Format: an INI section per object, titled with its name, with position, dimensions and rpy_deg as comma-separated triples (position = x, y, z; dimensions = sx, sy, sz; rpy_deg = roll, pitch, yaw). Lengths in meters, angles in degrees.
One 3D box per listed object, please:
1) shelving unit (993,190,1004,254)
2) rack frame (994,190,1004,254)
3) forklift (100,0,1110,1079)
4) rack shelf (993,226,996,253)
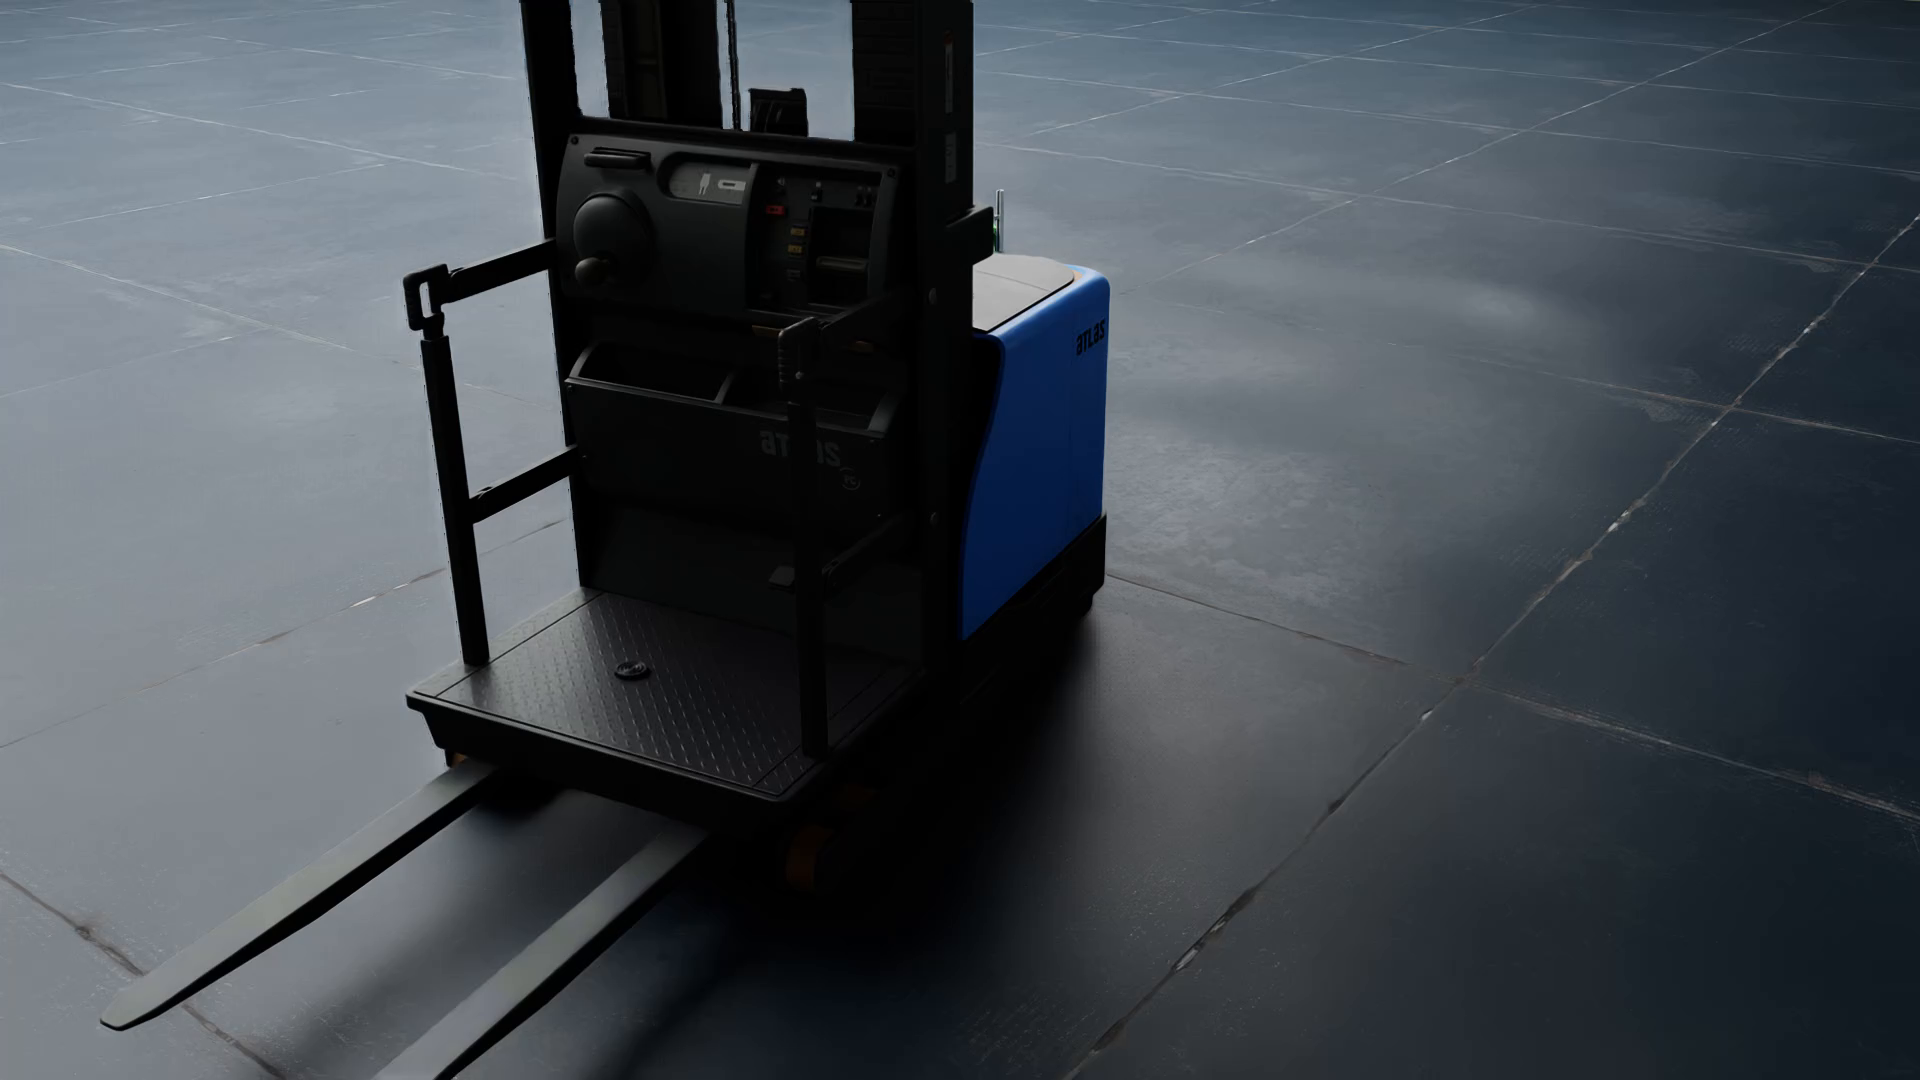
[shelving unit]
position = -0.132, -0.589, 5.599
dimensions = 0.503, 1.200, 0.258
rpy_deg = 17, 29, 33
[rack frame]
position = 0.063, -0.530, 5.465
dimensions = 0.015, 1.200, 0.240
rpy_deg = 17, 29, 33
[forklift]
position = -0.652, -0.716, 3.740
dimensions = 1.130, 2.935, 3.031
rpy_deg = 11, 26, 24
[rack shelf]
position = -0.132, -0.970, 5.431
dimensions = 0.480, 0.148, 0.258
rpy_deg = 17, 29, 33
